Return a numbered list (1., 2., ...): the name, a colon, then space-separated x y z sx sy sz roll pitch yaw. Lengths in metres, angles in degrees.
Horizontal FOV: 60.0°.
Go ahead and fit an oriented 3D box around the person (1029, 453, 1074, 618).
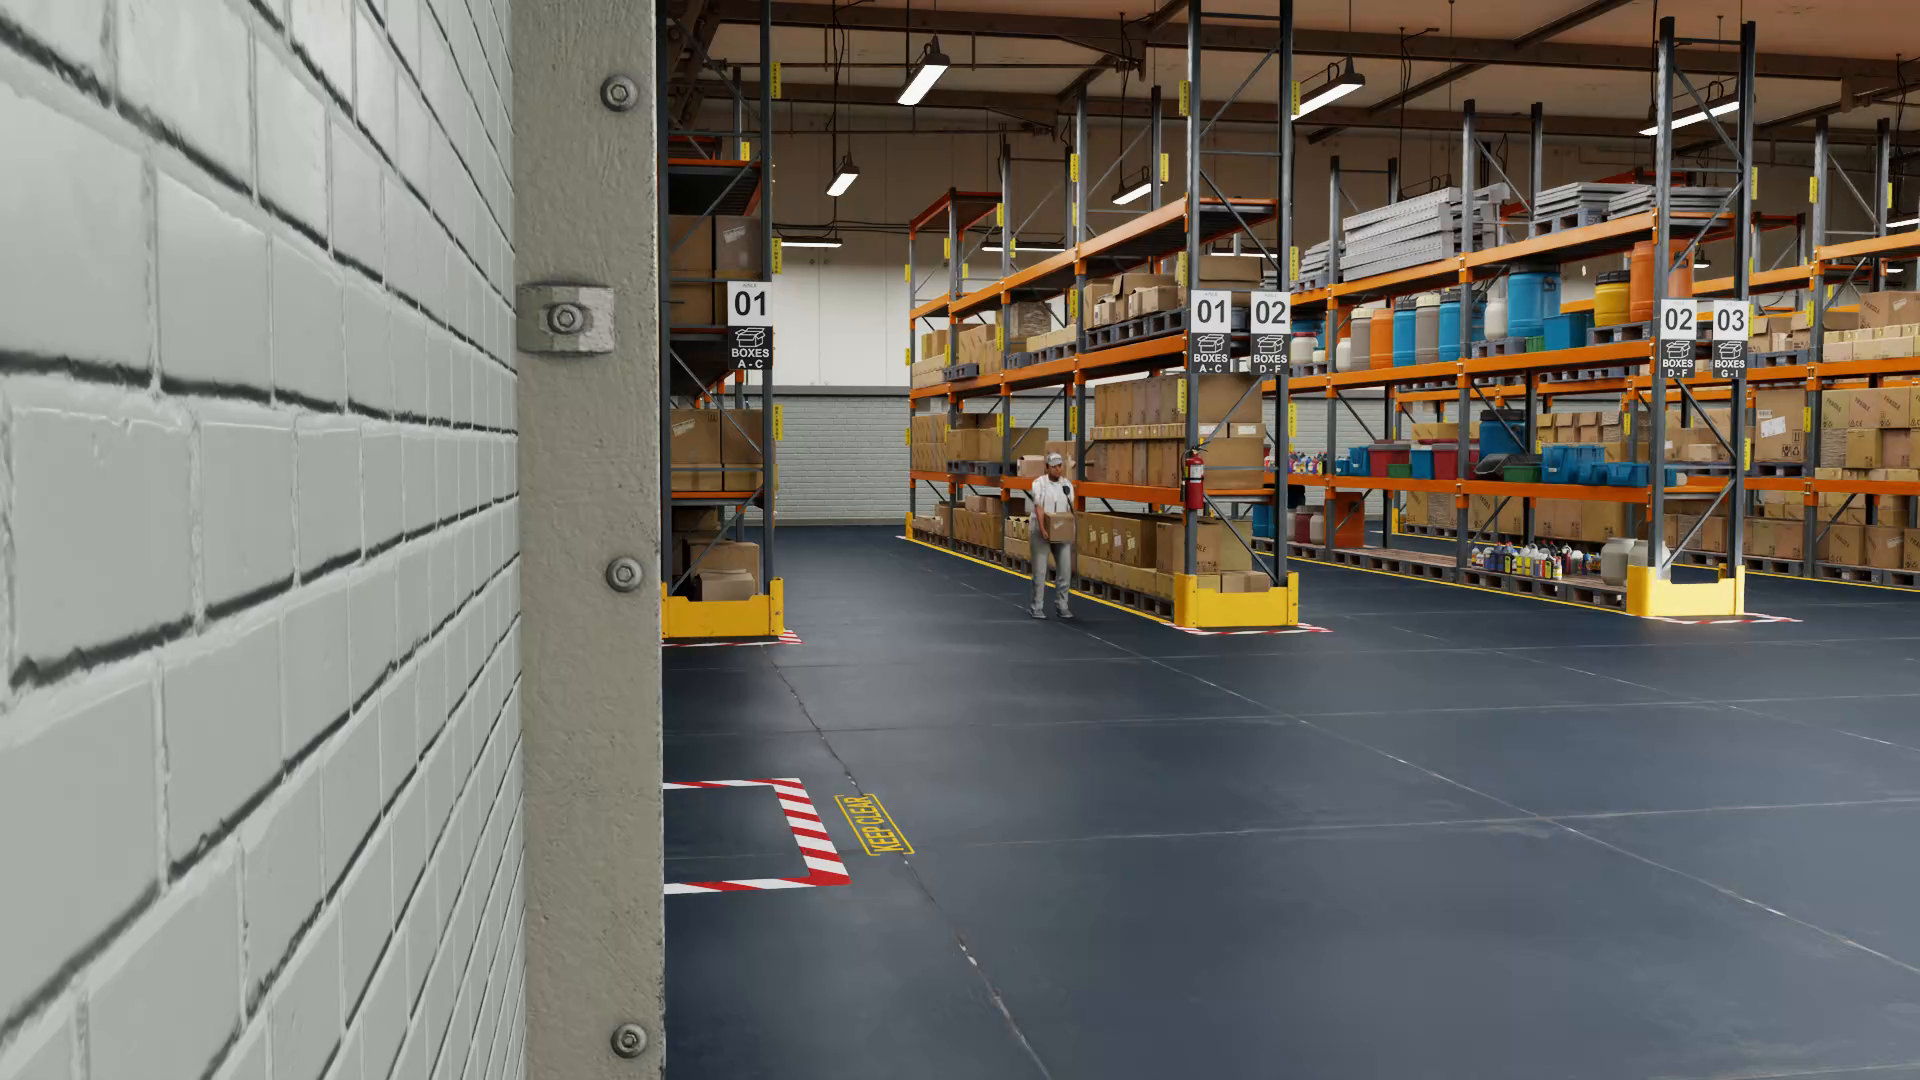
1. person: 0.939 -0.043 16.731 0.452 1.660 0.560 -1 3 -14
